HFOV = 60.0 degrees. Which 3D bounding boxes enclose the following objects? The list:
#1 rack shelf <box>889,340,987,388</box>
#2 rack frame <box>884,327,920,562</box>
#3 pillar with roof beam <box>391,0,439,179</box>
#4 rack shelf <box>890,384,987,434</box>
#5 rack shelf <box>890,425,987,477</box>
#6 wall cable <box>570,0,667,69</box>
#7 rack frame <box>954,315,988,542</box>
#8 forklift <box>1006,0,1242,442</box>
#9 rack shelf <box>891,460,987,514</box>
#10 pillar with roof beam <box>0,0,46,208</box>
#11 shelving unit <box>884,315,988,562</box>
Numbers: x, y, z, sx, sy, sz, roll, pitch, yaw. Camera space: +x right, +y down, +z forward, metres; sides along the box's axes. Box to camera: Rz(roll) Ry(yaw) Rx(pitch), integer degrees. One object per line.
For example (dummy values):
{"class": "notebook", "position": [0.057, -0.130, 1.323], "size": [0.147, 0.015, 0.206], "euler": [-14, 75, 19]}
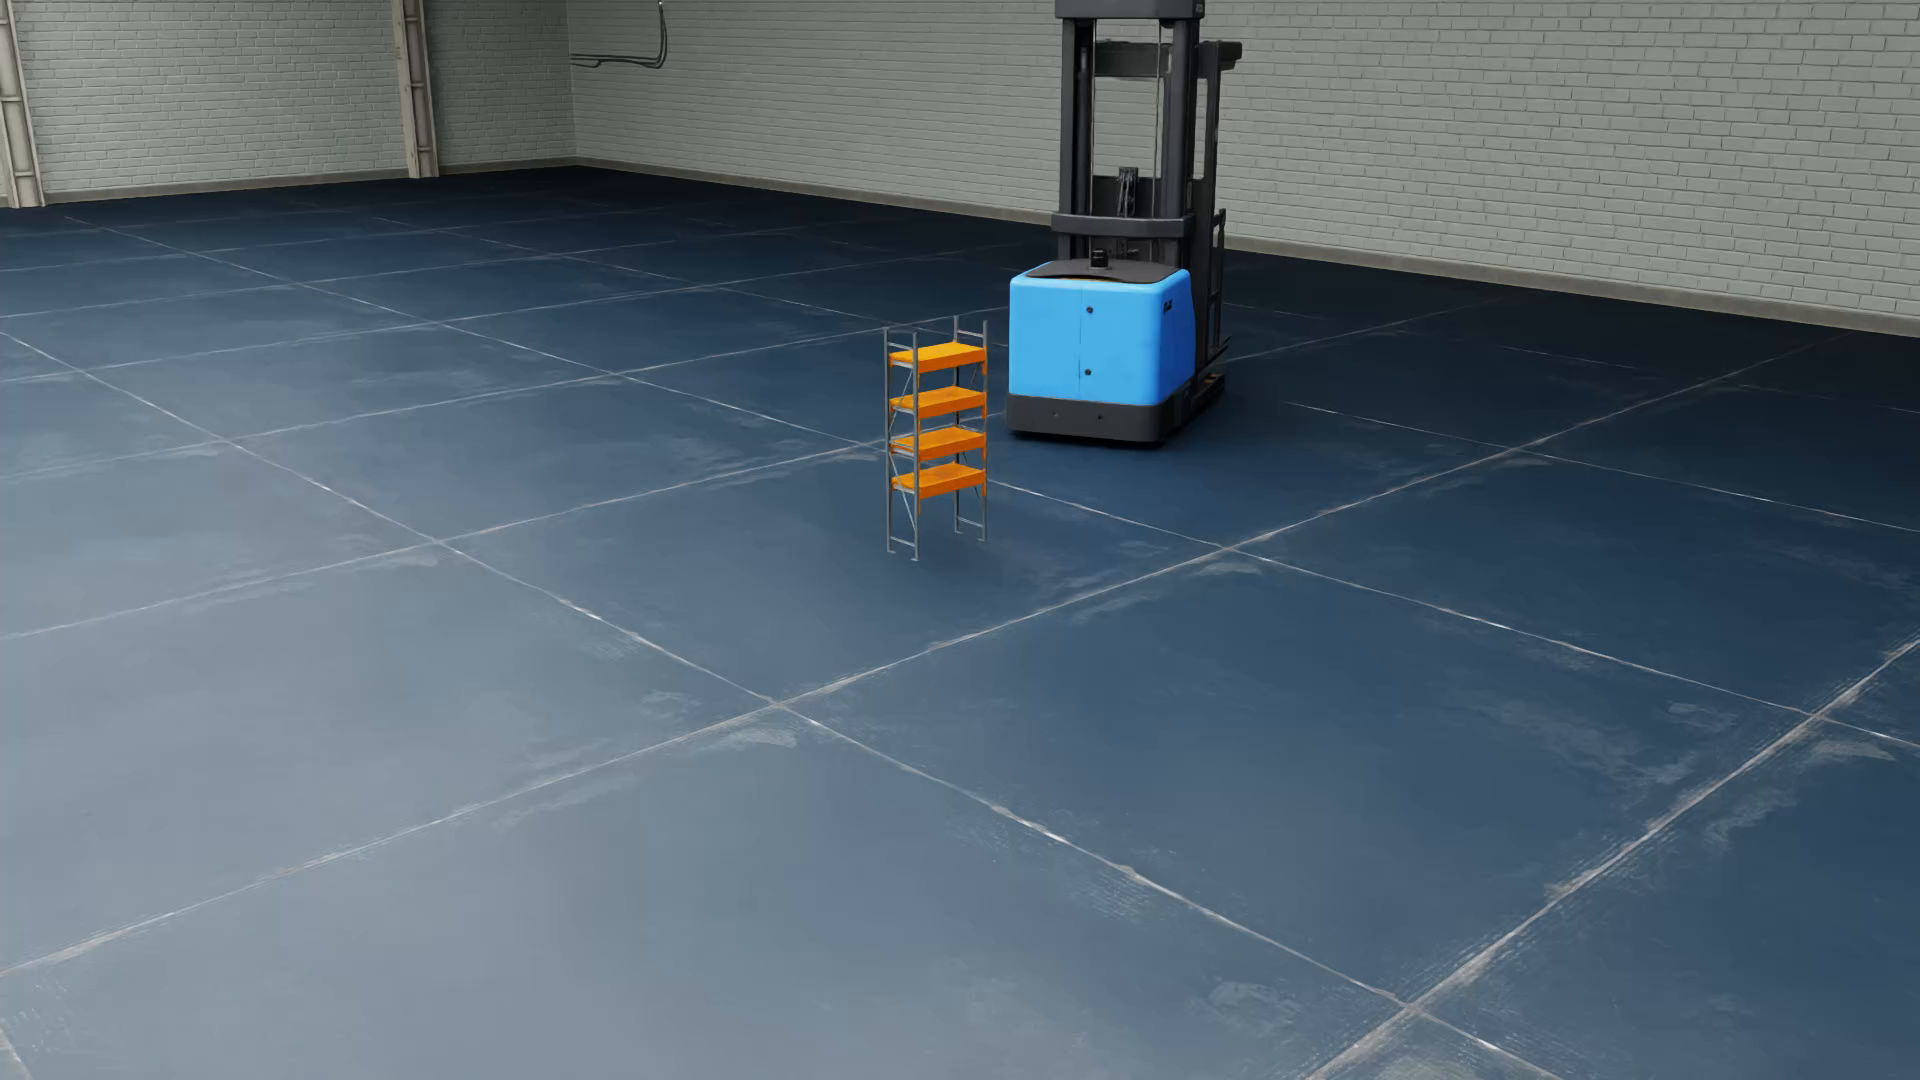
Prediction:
{"class": "rack shelf", "position": [-0.120, -0.909, 8.570], "size": [0.480, 0.148, 0.258], "euler": [-16, 24, -41]}
{"class": "rack frame", "position": [-0.298, -0.484, 8.532], "size": [0.015, 1.200, 0.240], "euler": [-16, 24, -41]}
{"class": "pillar with roof beam", "position": [-5.907, -9.320, 23.139], "size": [0.400, 9.000, 9.100], "euler": [-16, 24, -41]}
{"class": "rack shelf", "position": [-0.120, -0.684, 8.643], "size": [0.480, 0.148, 0.258], "euler": [-16, 24, -41]}
{"class": "rack shelf", "position": [-0.120, -0.472, 8.712], "size": [0.480, 0.148, 0.258], "euler": [-16, 24, -41]}
{"class": "wall cable", "position": [-5.816, -9.135, 27.604], "size": [0.112, 2.526, 3.097], "euler": [-16, 24, -41]}
{"class": "rack frame", "position": [0.057, -0.587, 8.851], "size": [0.015, 1.200, 0.240], "euler": [-16, 24, -41]}
{"class": "forklift", "position": [1.315, -2.438, 11.752], "size": [1.130, 2.935, 3.031], "euler": [7, 19, 20]}
{"class": "rack shelf", "position": [-0.120, -0.283, 8.773], "size": [0.480, 0.148, 0.258], "euler": [-16, 24, -41]}
{"class": "pillar with roof beam", "position": [-10.267, -8.048, 19.217], "size": [0.400, 9.000, 9.100], "euler": [-16, 24, -41]}
{"class": "shelving unit", "position": [-0.120, -0.536, 8.691], "size": [0.503, 1.200, 0.258], "euler": [-16, 24, -41]}
